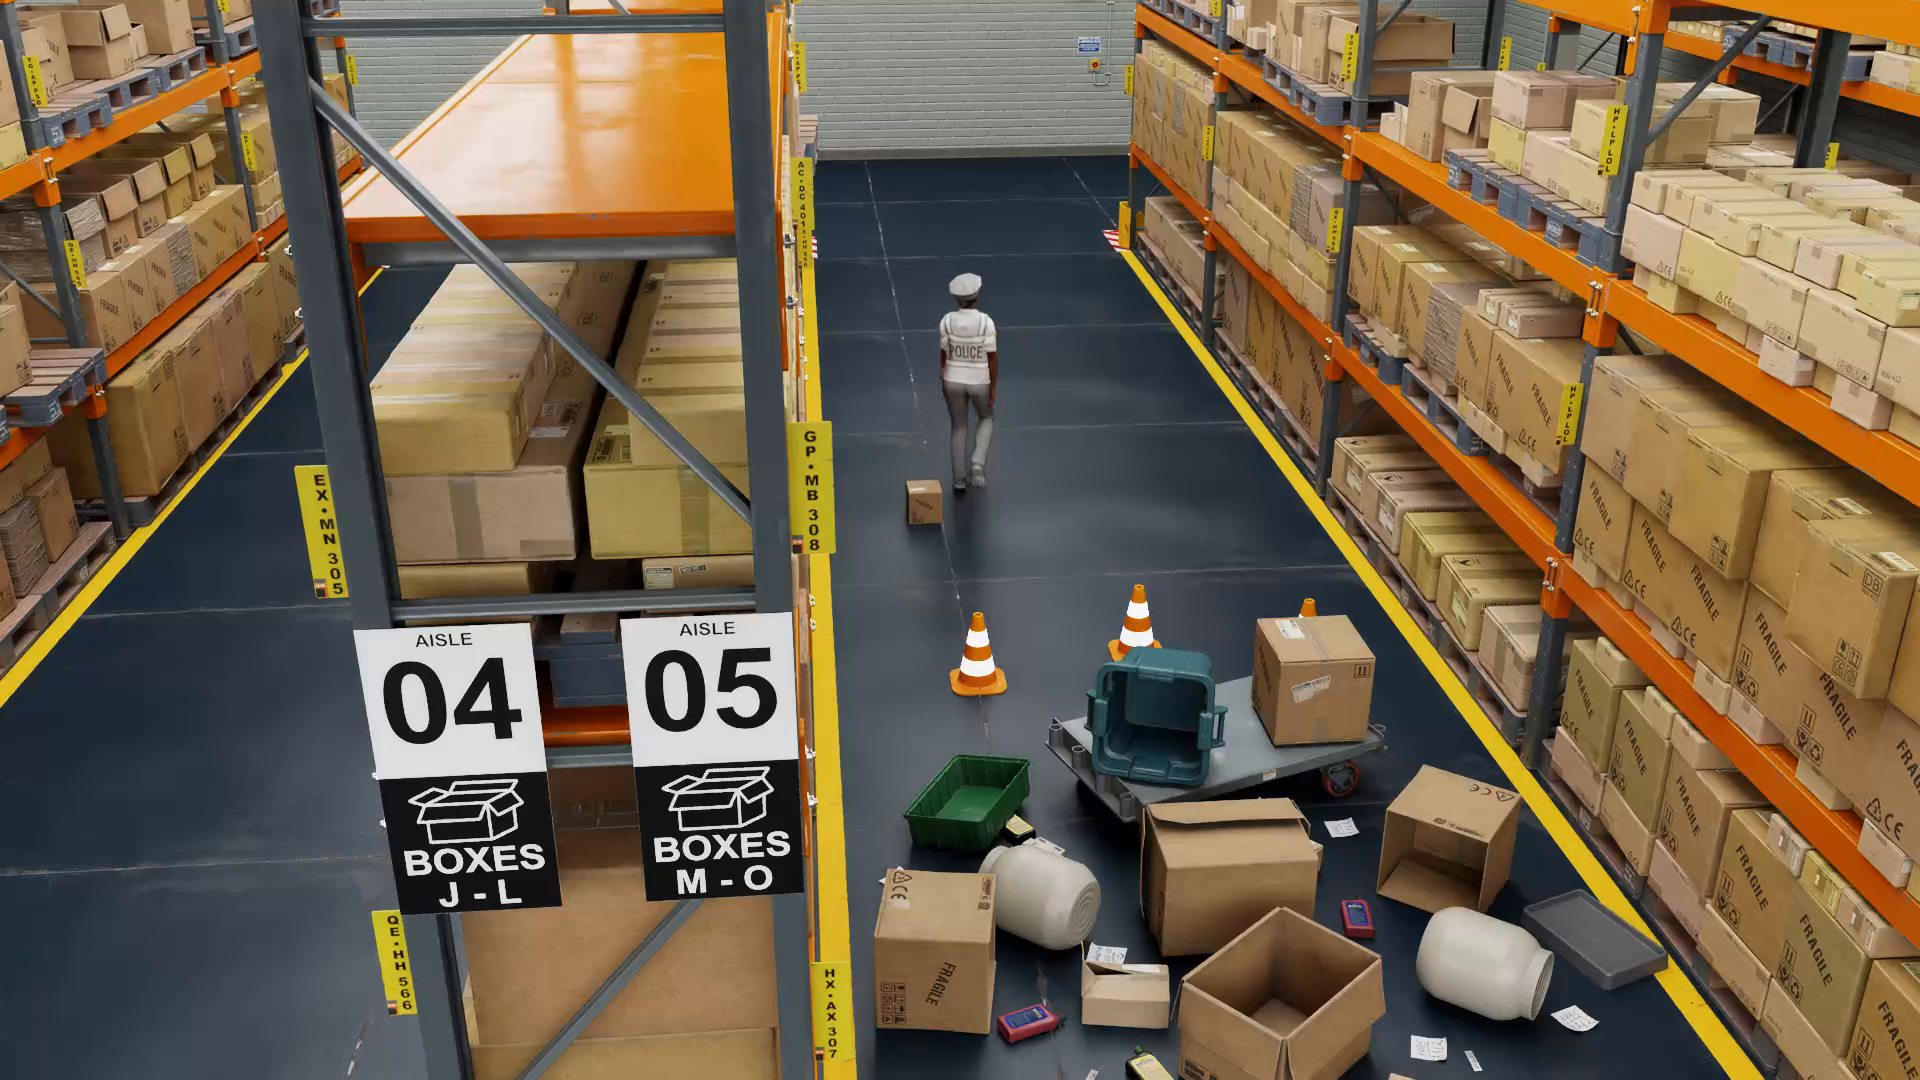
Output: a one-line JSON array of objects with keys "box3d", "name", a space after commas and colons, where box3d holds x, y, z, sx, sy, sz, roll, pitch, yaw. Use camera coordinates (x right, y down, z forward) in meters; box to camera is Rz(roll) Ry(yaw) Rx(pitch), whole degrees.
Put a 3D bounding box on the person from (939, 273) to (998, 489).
[{"box3d": [0.073, -1.209, 12.758, 0.453, 1.698, 0.425, 3, 24, 6], "name": "person"}]
